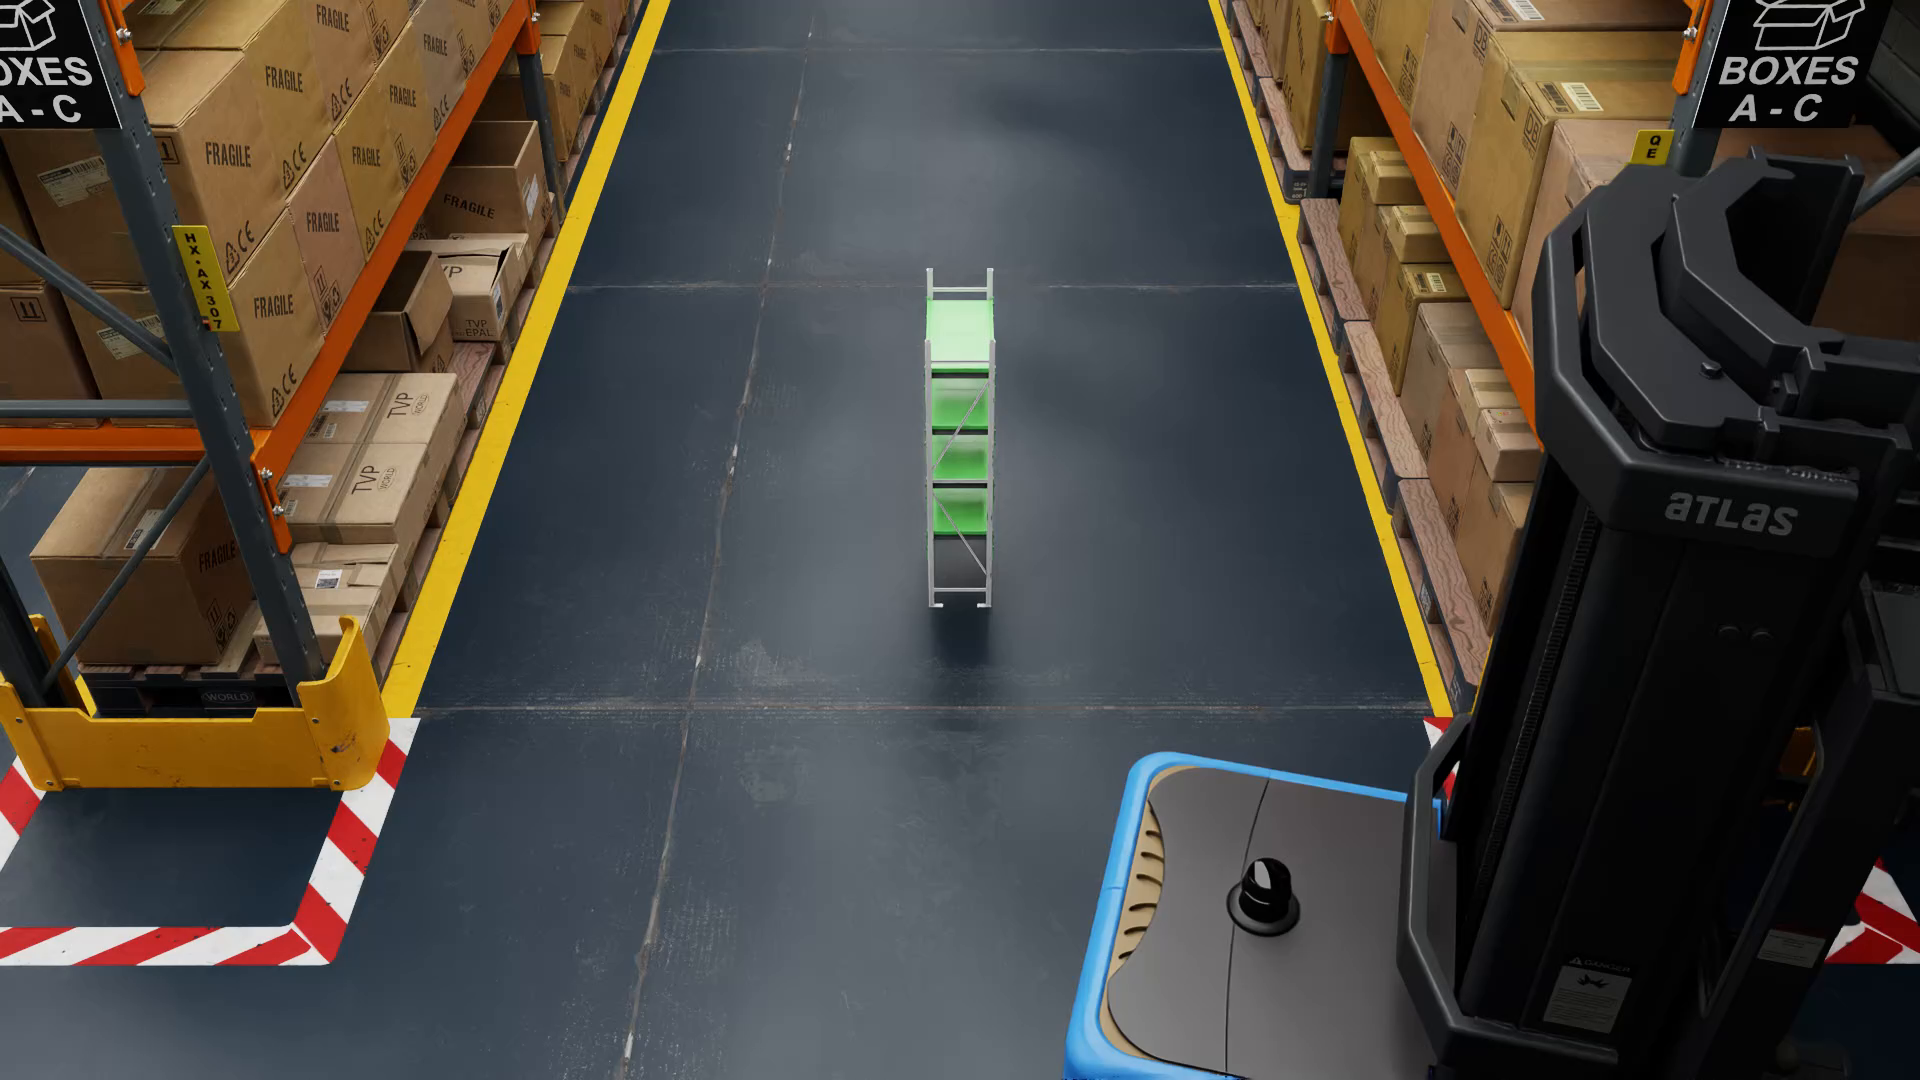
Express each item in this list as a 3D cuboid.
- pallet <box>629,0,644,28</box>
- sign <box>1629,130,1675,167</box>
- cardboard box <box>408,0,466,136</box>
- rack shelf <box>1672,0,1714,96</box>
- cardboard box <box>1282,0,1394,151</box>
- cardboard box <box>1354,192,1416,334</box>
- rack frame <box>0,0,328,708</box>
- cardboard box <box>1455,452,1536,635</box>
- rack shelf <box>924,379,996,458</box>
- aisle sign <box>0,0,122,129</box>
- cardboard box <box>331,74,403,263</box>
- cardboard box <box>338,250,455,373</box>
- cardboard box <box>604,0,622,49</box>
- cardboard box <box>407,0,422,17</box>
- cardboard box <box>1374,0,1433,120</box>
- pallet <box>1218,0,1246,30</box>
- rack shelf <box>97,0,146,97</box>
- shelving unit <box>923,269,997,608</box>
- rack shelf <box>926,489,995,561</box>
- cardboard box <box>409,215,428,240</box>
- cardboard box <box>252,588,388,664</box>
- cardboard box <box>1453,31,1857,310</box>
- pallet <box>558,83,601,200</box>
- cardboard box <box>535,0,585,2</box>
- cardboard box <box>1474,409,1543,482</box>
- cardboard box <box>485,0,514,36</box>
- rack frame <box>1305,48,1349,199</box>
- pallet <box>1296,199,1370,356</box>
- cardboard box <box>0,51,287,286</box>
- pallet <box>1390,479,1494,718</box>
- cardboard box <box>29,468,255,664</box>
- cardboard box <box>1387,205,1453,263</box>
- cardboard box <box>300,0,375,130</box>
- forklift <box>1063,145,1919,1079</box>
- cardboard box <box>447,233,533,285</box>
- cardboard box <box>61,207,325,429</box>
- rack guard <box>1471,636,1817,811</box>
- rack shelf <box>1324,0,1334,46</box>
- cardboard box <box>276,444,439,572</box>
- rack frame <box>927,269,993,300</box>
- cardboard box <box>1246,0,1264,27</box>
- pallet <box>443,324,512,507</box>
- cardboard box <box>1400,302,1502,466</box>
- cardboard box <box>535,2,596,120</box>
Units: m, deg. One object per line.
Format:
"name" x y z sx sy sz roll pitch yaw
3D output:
"pallet" -2.653 -3.821 11.350 1.003 0.211 1.213 0 39 0
"sign" 1.804 -0.932 4.399 0.100 0.325 0.005 0 39 0
"cardboard box" -2.350 -1.958 6.715 0.500 0.500 0.500 1 39 1
"rack shelf" 2.344 -2.520 5.672 1.077 0.370 4.000 0 39 0
"cardboard box" 2.211 -2.612 8.994 0.750 0.750 0.750 0 39 0
"cardboard box" 2.238 -1.287 7.621 0.700 0.500 0.500 0 39 -1
"rack frame" -2.607 -0.374 4.817 1.000 3.000 0.127 0 39 0
"cardboard box" 2.246 -0.006 6.021 0.700 0.500 0.500 0 39 0
"rack shelf" 0.000 -0.502 6.136 0.258 0.148 0.480 0 39 0
"aisle sign" -2.313 -1.346 3.952 0.394 0.787 0.004 0 39 0
"cardboard box" -2.347 -1.327 5.927 0.500 0.500 0.500 0 39 0
"cardboard box" -2.604 -0.898 7.116 0.797 0.503 0.637 0 39 0
"cardboard box" -2.373 -3.336 10.161 0.500 0.500 0.500 -1 39 -2
"cardboard box" -2.348 -2.353 6.408 0.500 0.500 0.500 0 39 0
"cardboard box" 2.322 -2.202 6.859 0.980 0.700 0.700 -1 39 -1
"pallet" 2.263 -3.801 11.324 1.003 0.211 1.213 0 39 0
"rack shelf" -2.609 -2.514 5.665 1.077 0.370 4.000 0 39 0
"shelving unit" 0.000 -0.365 6.246 0.258 1.200 0.503 0 39 0
"rack shelf" 0.000 -0.128 6.436 0.258 0.148 0.480 0 39 0
"cardboard box" -2.827 -1.735 8.314 0.500 0.311 0.500 0 39 0
"cardboard box" -2.264 0.305 5.898 0.380 0.149 0.250 0 39 0
"cardboard box" 2.324 -1.270 5.697 0.980 0.700 0.700 0 39 0
"pallet" -2.650 -2.295 9.446 1.003 0.211 1.213 0 39 0
"cardboard box" -2.370 -3.292 9.506 0.500 0.250 0.500 0 39 0
"cardboard box" 2.064 -0.339 5.919 0.380 0.149 0.250 0 39 -1
"cardboard box" -2.354 -2.602 7.518 0.500 0.500 0.500 1 39 1
"rack frame" 2.342 -2.881 7.946 1.000 3.000 0.127 0 39 0
"pallet" 2.265 -1.317 8.225 1.003 0.211 1.213 0 39 0
"cardboard box" -2.344 -1.080 4.820 0.500 0.500 0.500 1 39 1
"pallet" 2.268 0.209 6.321 1.003 0.211 1.213 0 39 0
"cardboard box" -2.854 0.090 5.886 0.500 0.500 0.500 0 39 0
"cardboard box" 2.059 -1.314 7.135 0.380 0.149 0.250 -1 39 -1
"cardboard box" -2.348 -1.720 5.618 0.500 0.500 0.500 0 39 1
"forklift" 1.794 0.752 3.467 3.031 2.935 1.130 9 40 11
"cardboard box" -2.267 -1.344 7.956 0.380 0.149 0.250 0 39 0
"cardboard box" -2.344 -0.690 5.133 0.500 0.500 0.500 1 39 1
"rack guard" 2.347 0.611 5.588 1.175 0.500 0.348 0 39 0
"rack shelf" 2.340 -3.851 9.732 1.077 0.370 4.000 0 39 0
"cardboard box" -2.324 -0.125 6.354 0.500 0.250 0.500 0 39 0
"rack frame" 0.000 -0.517 6.436 0.240 1.200 0.015 0 39 0
"cardboard box" 2.202 -3.699 10.351 0.750 0.750 0.750 0 39 0
"pallet" -2.607 -0.592 7.321 1.003 0.211 1.213 0 39 0
"cardboard box" 2.244 -0.633 6.804 0.700 0.500 0.500 -1 39 -2
"cardboard box" -2.380 -2.707 9.377 0.500 0.500 0.500 0 39 1
